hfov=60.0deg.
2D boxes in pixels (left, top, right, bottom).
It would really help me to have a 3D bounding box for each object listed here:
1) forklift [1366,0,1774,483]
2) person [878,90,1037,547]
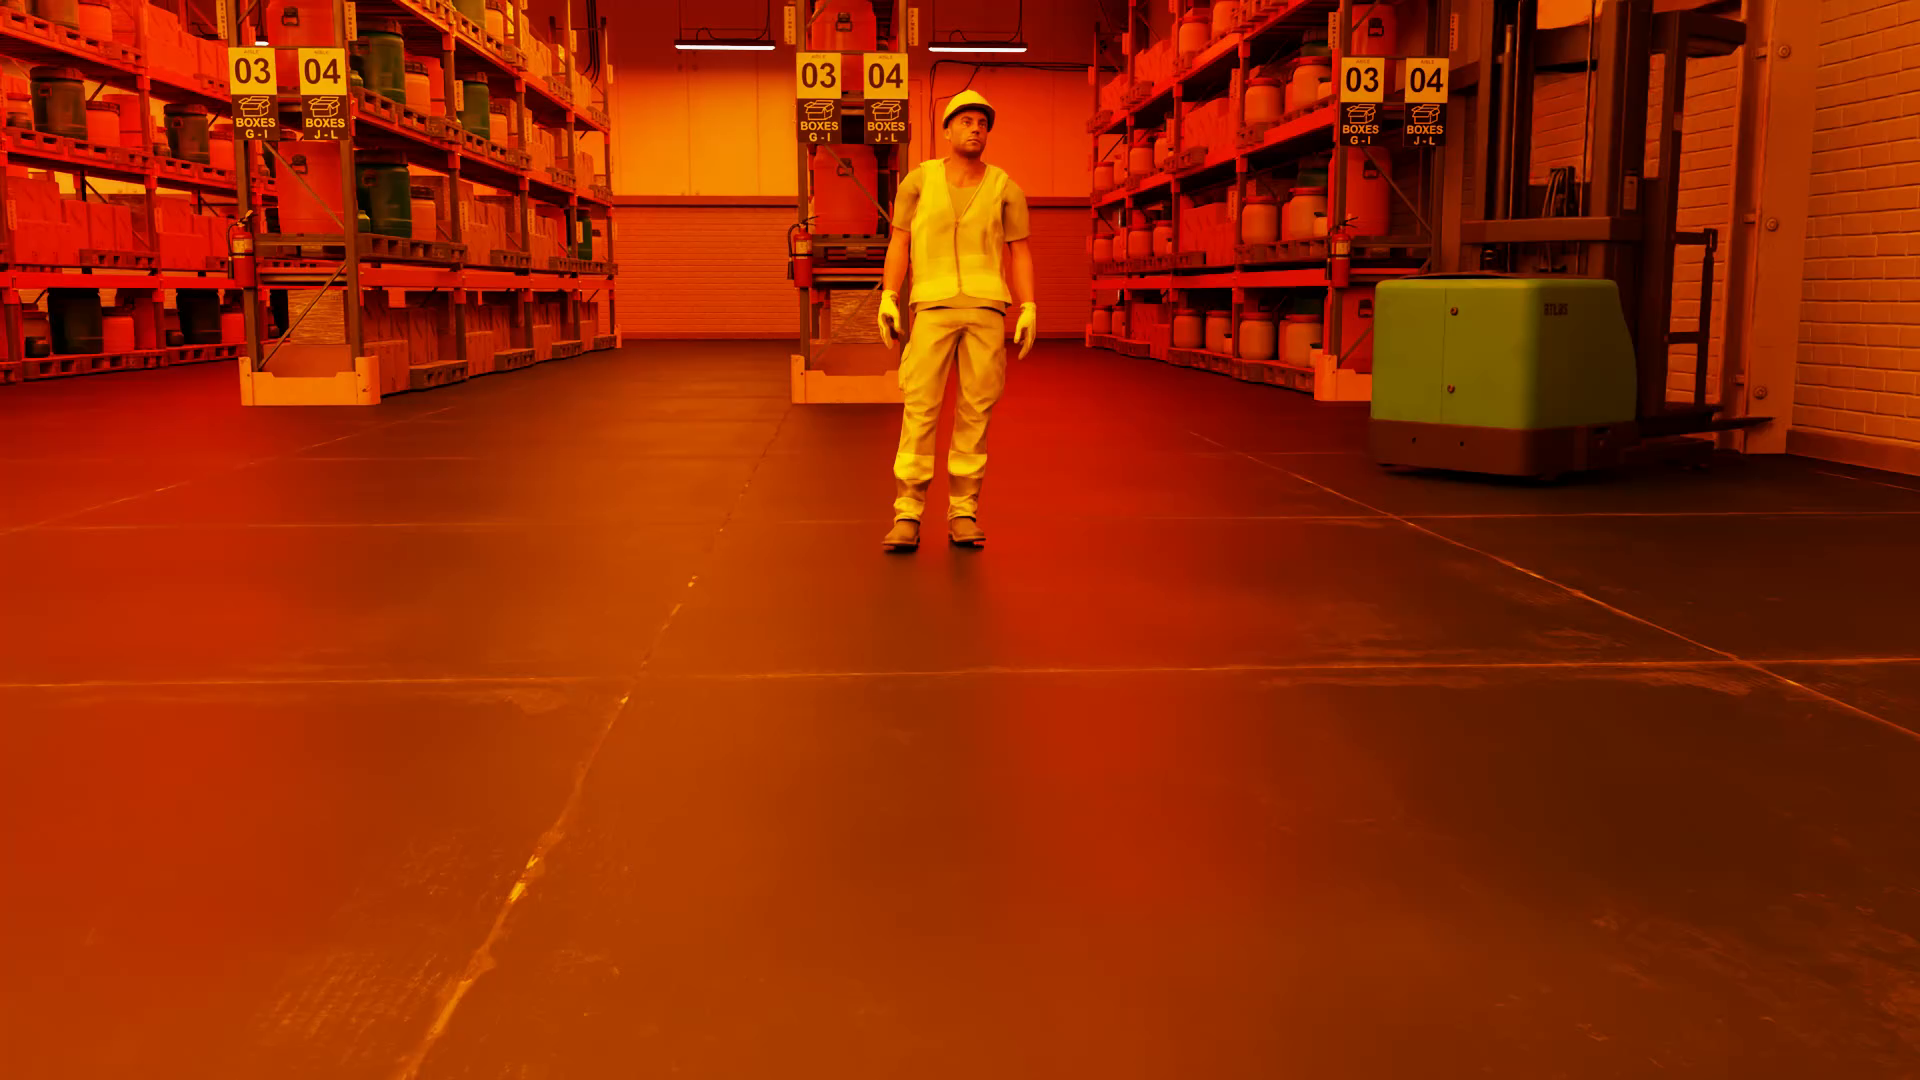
[{"bbox_3d":[3.733,-1.897,9.609,3.031,2.935,1.130,-7,11,-38],"label":"forklift"},{"bbox_3d":[-0.007,-0.880,6.597,0.637,1.790,0.562,-1,8,-4],"label":"person"}]
